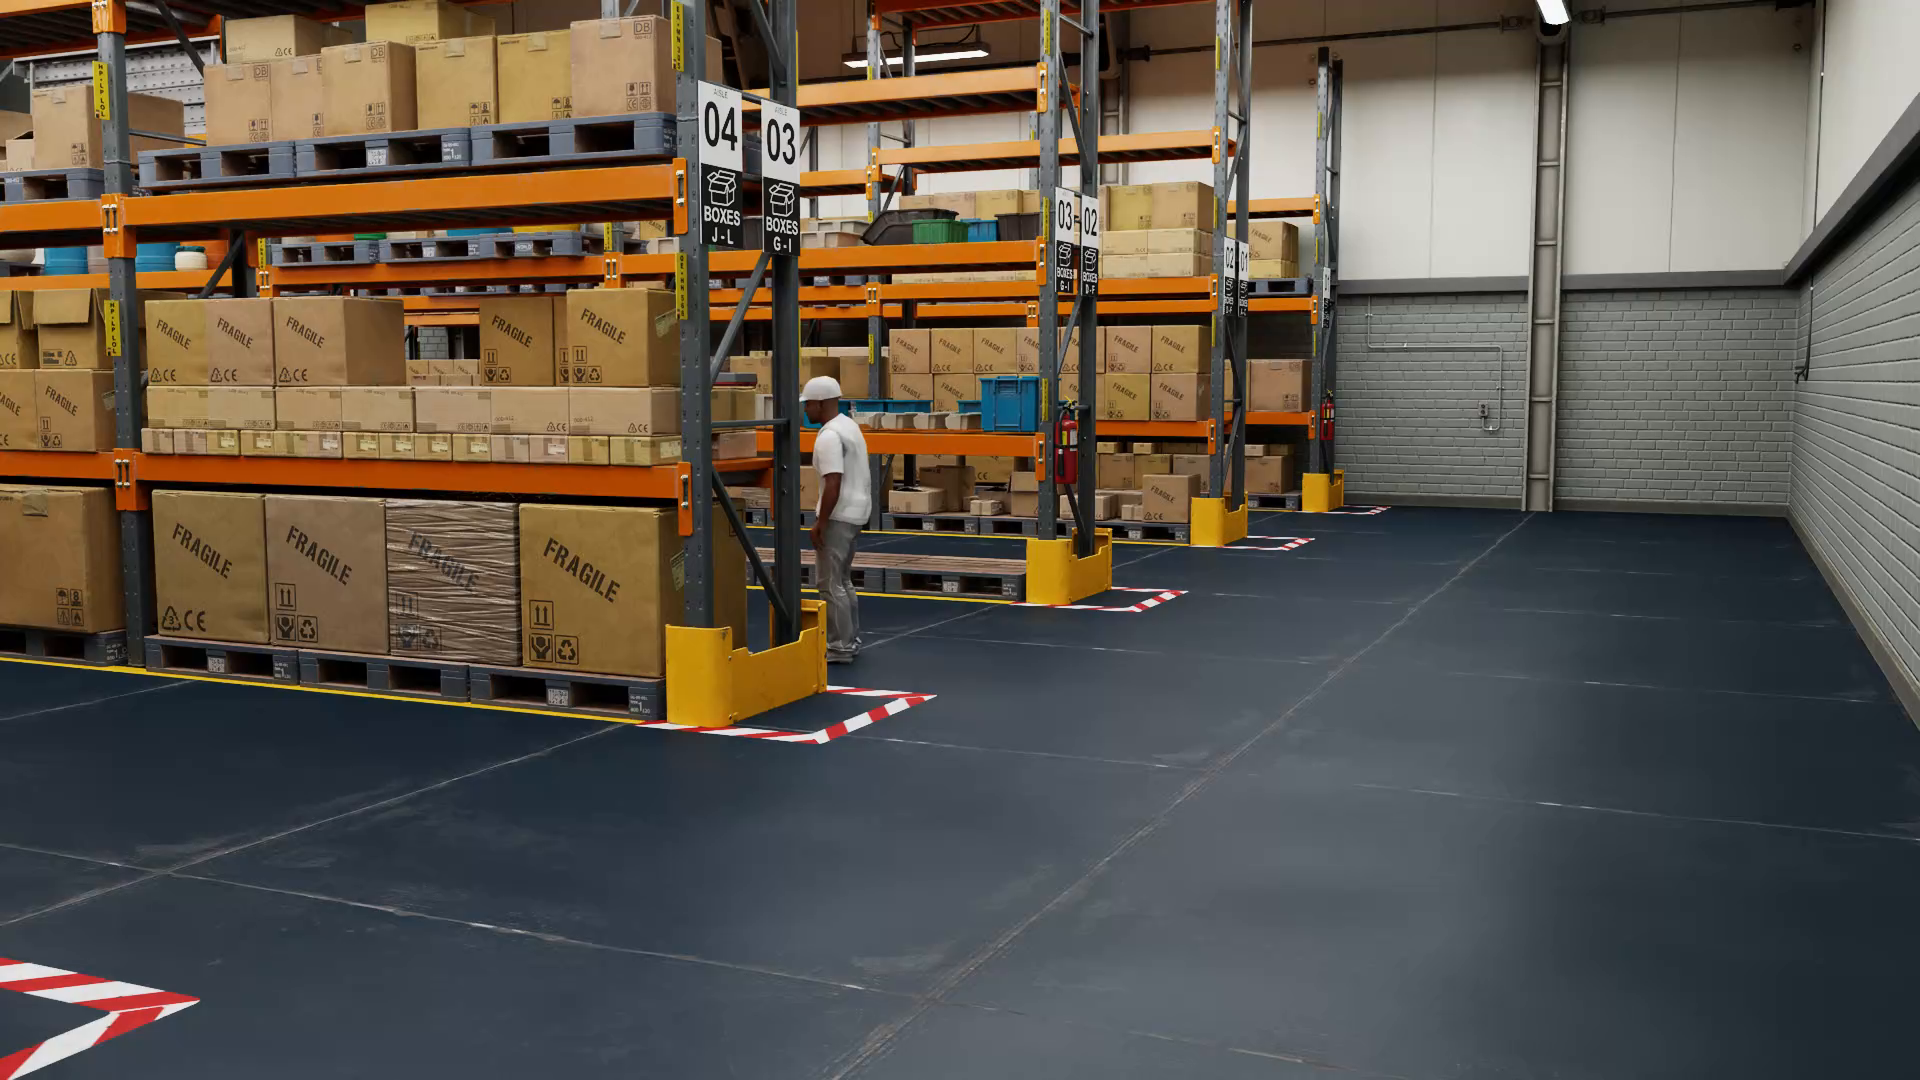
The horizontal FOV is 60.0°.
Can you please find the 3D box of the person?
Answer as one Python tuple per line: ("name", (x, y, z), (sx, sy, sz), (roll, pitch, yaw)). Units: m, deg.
("person", (-0.781, -0.130, 10.289), (0.457, 1.761, 0.626), (1, 6, 9))
